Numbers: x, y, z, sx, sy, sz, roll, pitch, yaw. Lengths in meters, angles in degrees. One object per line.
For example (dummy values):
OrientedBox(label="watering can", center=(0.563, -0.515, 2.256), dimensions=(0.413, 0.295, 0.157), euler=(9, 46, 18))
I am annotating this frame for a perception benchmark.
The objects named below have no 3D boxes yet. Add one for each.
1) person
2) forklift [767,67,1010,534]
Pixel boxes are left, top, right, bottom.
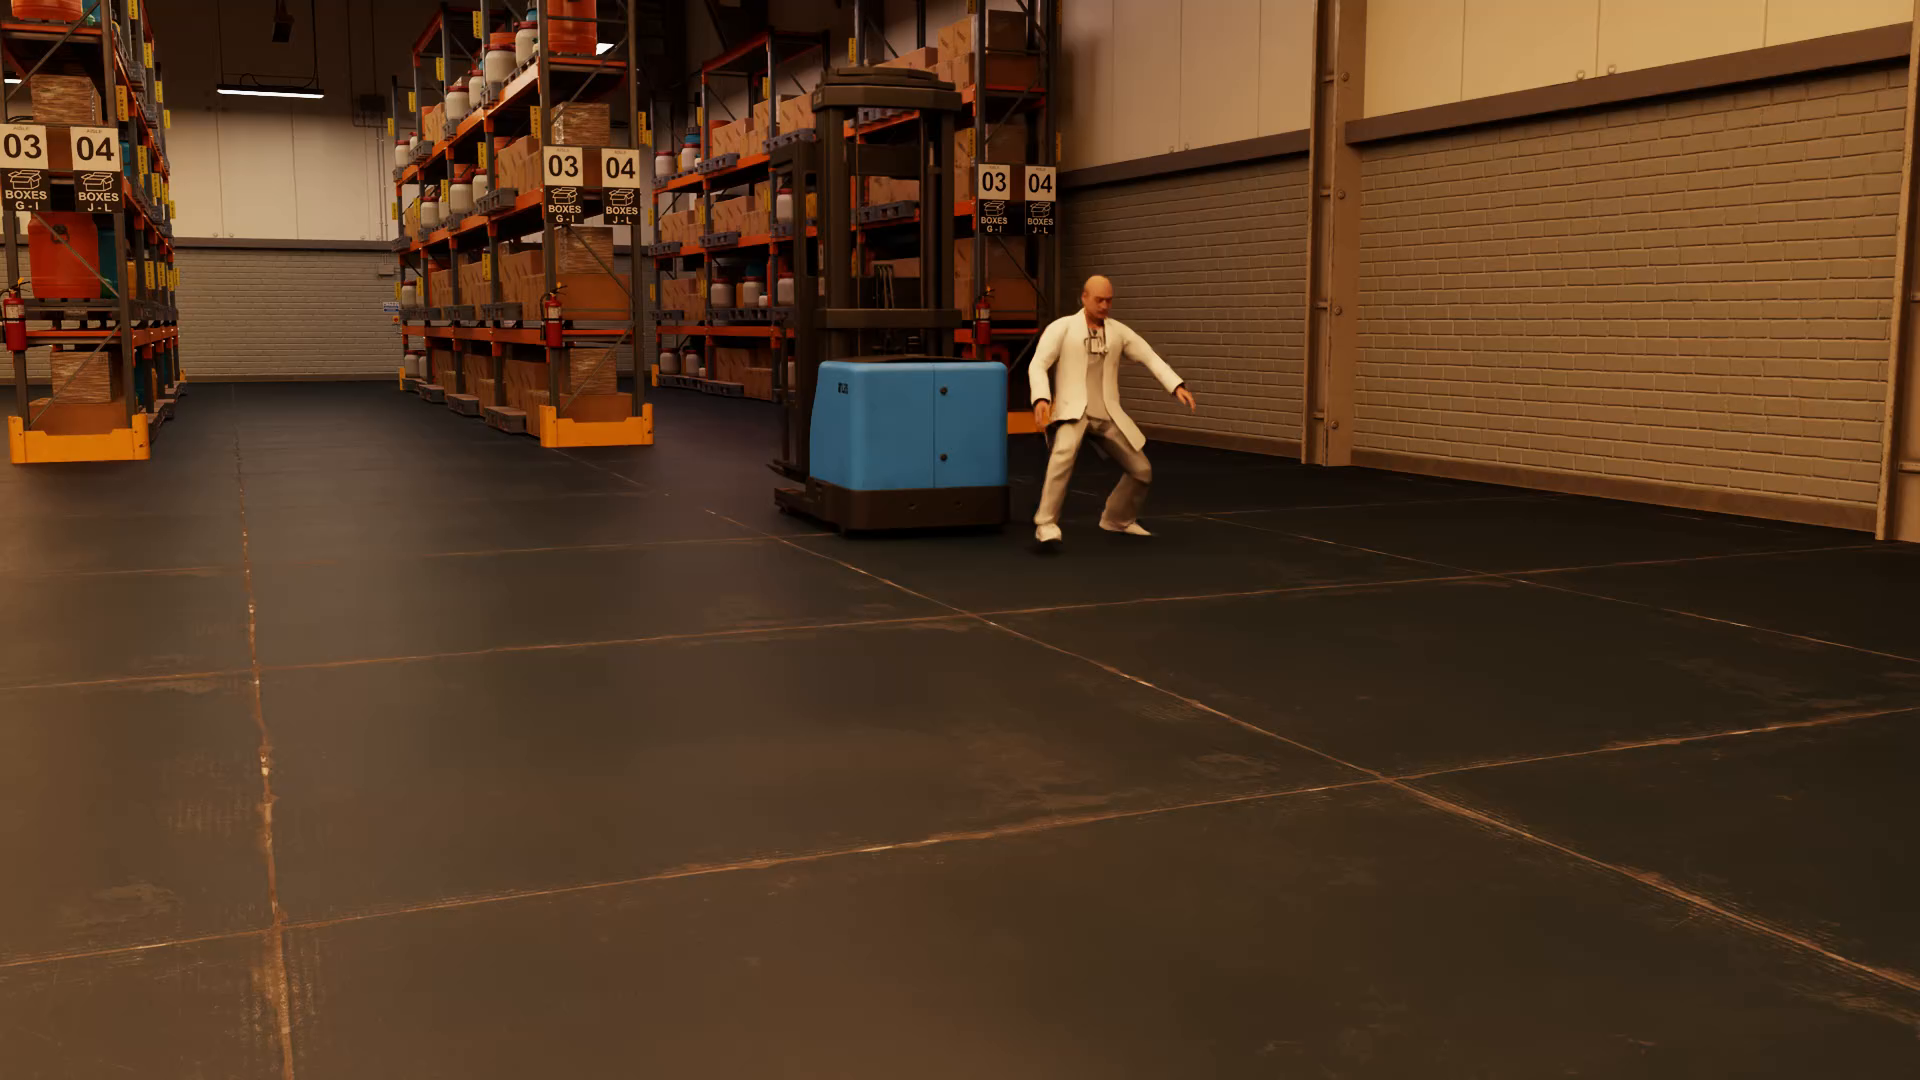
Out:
OrientedBox(label="person", center=(0.862, -0.769, 10.057), dimensions=(1.016, 1.645, 0.891), euler=(-2, 8, -17))
OrientedBox(label="forklift", center=(-0.665, -1.647, 11.434), dimensions=(1.130, 2.935, 3.031), euler=(-3, 8, -20))
